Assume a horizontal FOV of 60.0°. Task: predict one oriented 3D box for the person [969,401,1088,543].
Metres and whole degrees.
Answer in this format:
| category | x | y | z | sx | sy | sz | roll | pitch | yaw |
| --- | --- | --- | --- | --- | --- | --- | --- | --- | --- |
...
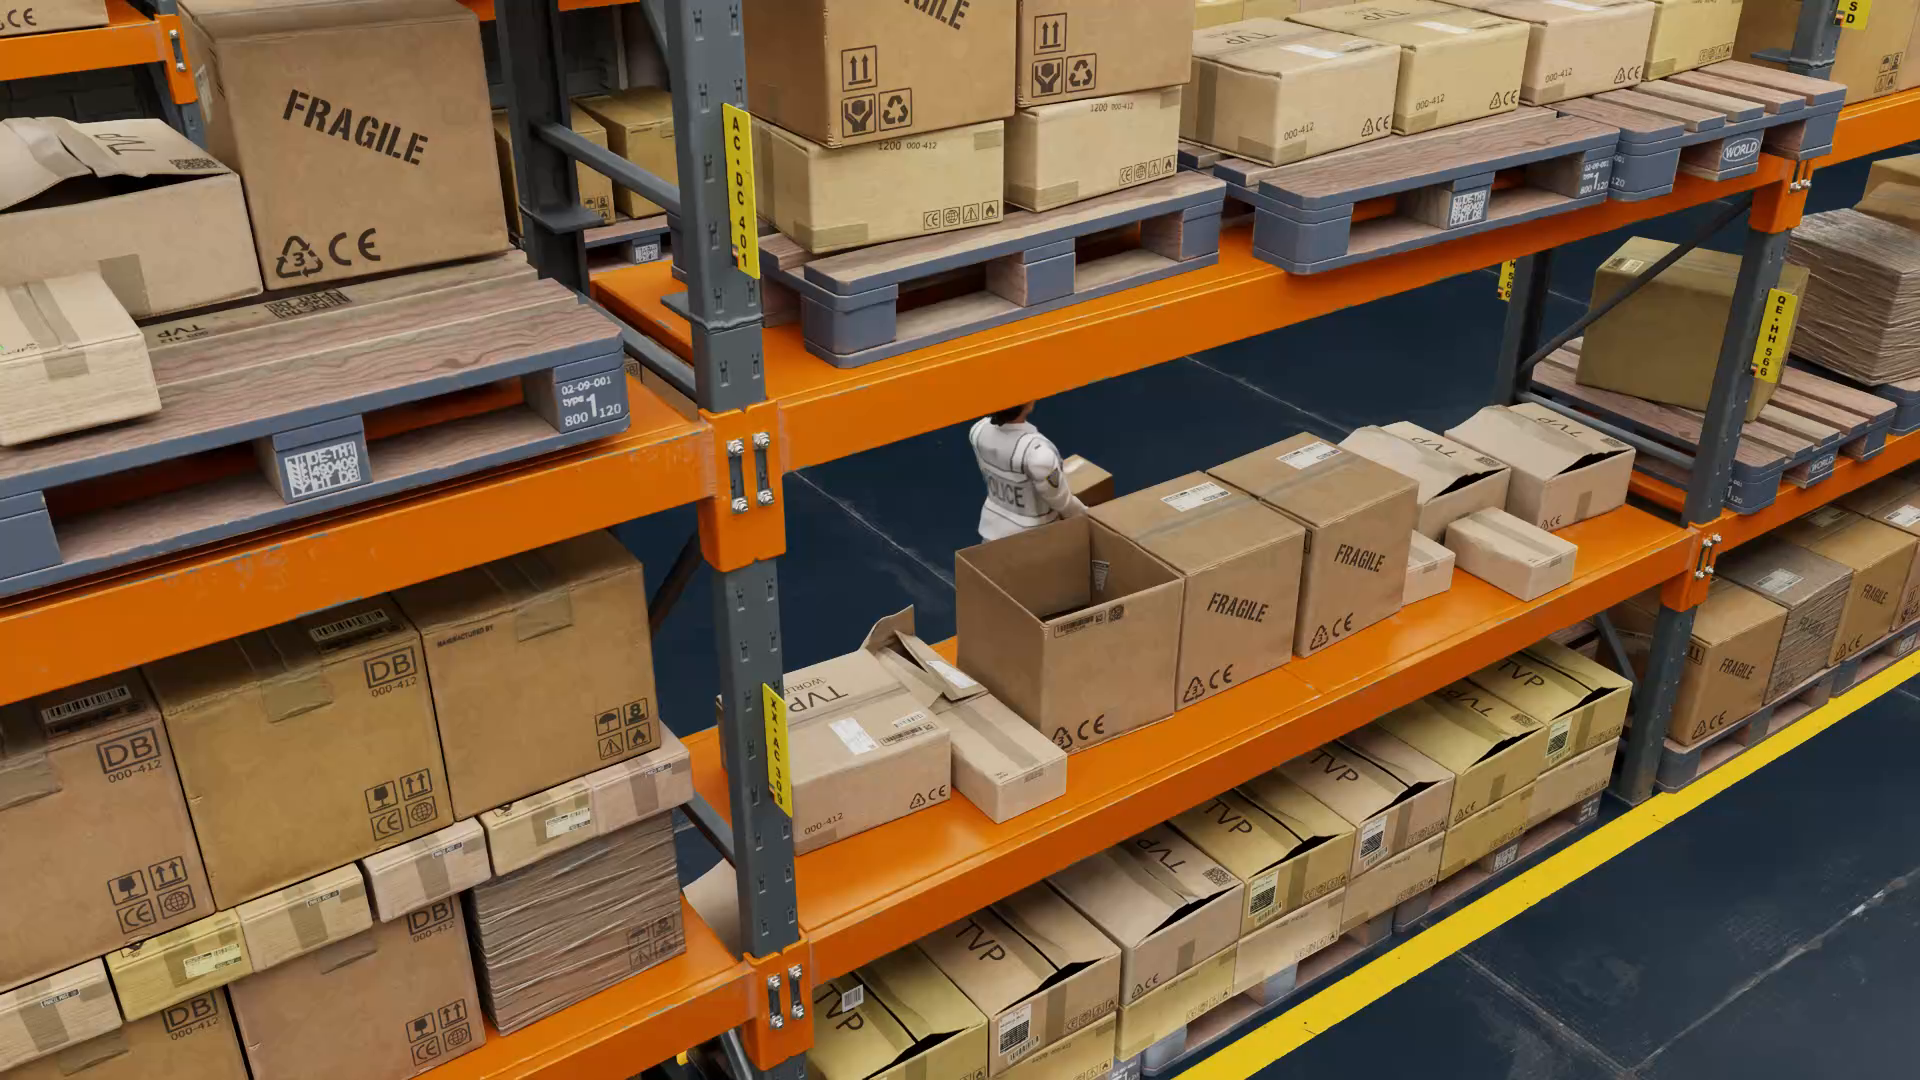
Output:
| category | x | y | z | sx | sy | sz | roll | pitch | yaw |
| --- | --- | --- | --- | --- | --- | --- | --- | --- | --- |
| person | 0.300 | -0.013 | 7.111 | 0.552 | 1.697 | 0.468 | -24 | 37 | -37 |
